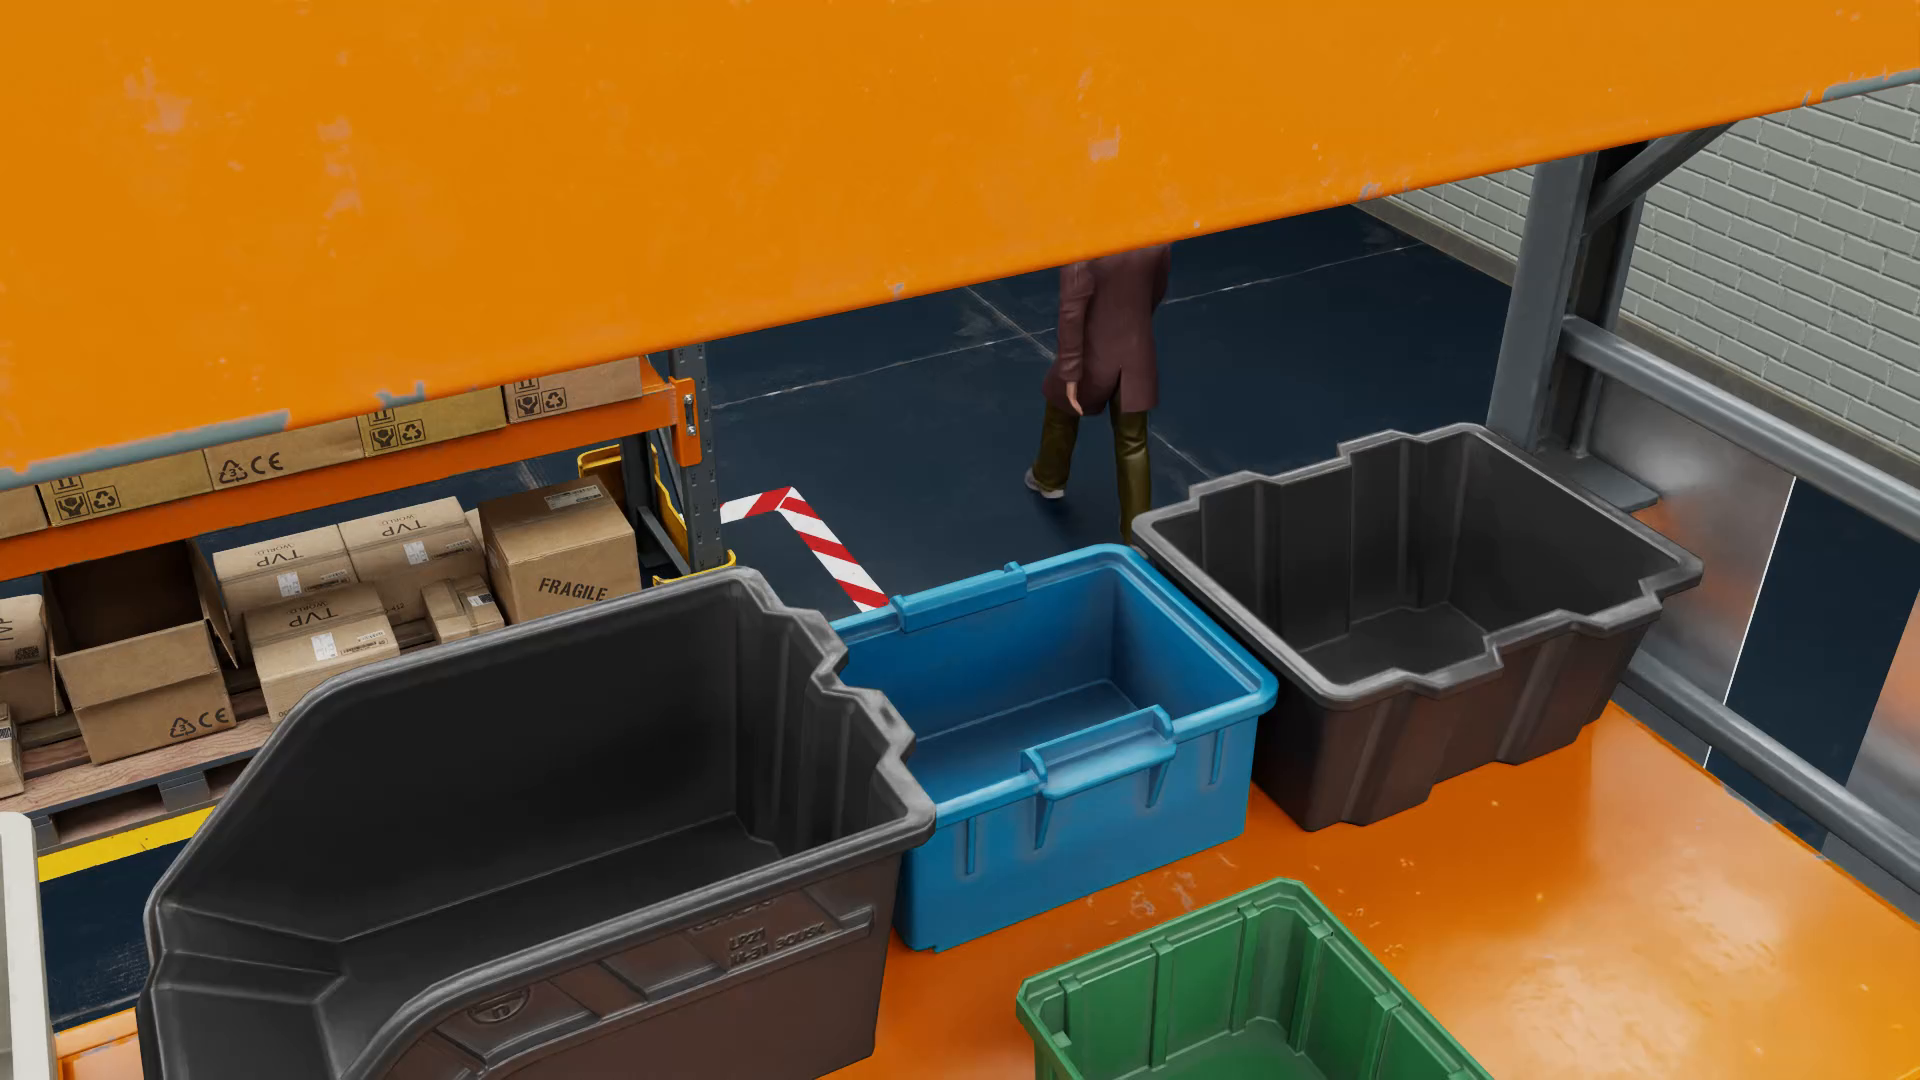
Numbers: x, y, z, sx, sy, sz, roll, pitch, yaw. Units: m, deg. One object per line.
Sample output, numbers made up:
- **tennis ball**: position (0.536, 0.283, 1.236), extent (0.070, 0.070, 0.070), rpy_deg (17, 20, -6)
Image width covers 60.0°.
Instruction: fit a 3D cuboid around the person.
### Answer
- **person**: position (0.632, -0.842, 7.450), extent (0.573, 1.769, 0.979), rpy_deg (-9, 34, -14)
